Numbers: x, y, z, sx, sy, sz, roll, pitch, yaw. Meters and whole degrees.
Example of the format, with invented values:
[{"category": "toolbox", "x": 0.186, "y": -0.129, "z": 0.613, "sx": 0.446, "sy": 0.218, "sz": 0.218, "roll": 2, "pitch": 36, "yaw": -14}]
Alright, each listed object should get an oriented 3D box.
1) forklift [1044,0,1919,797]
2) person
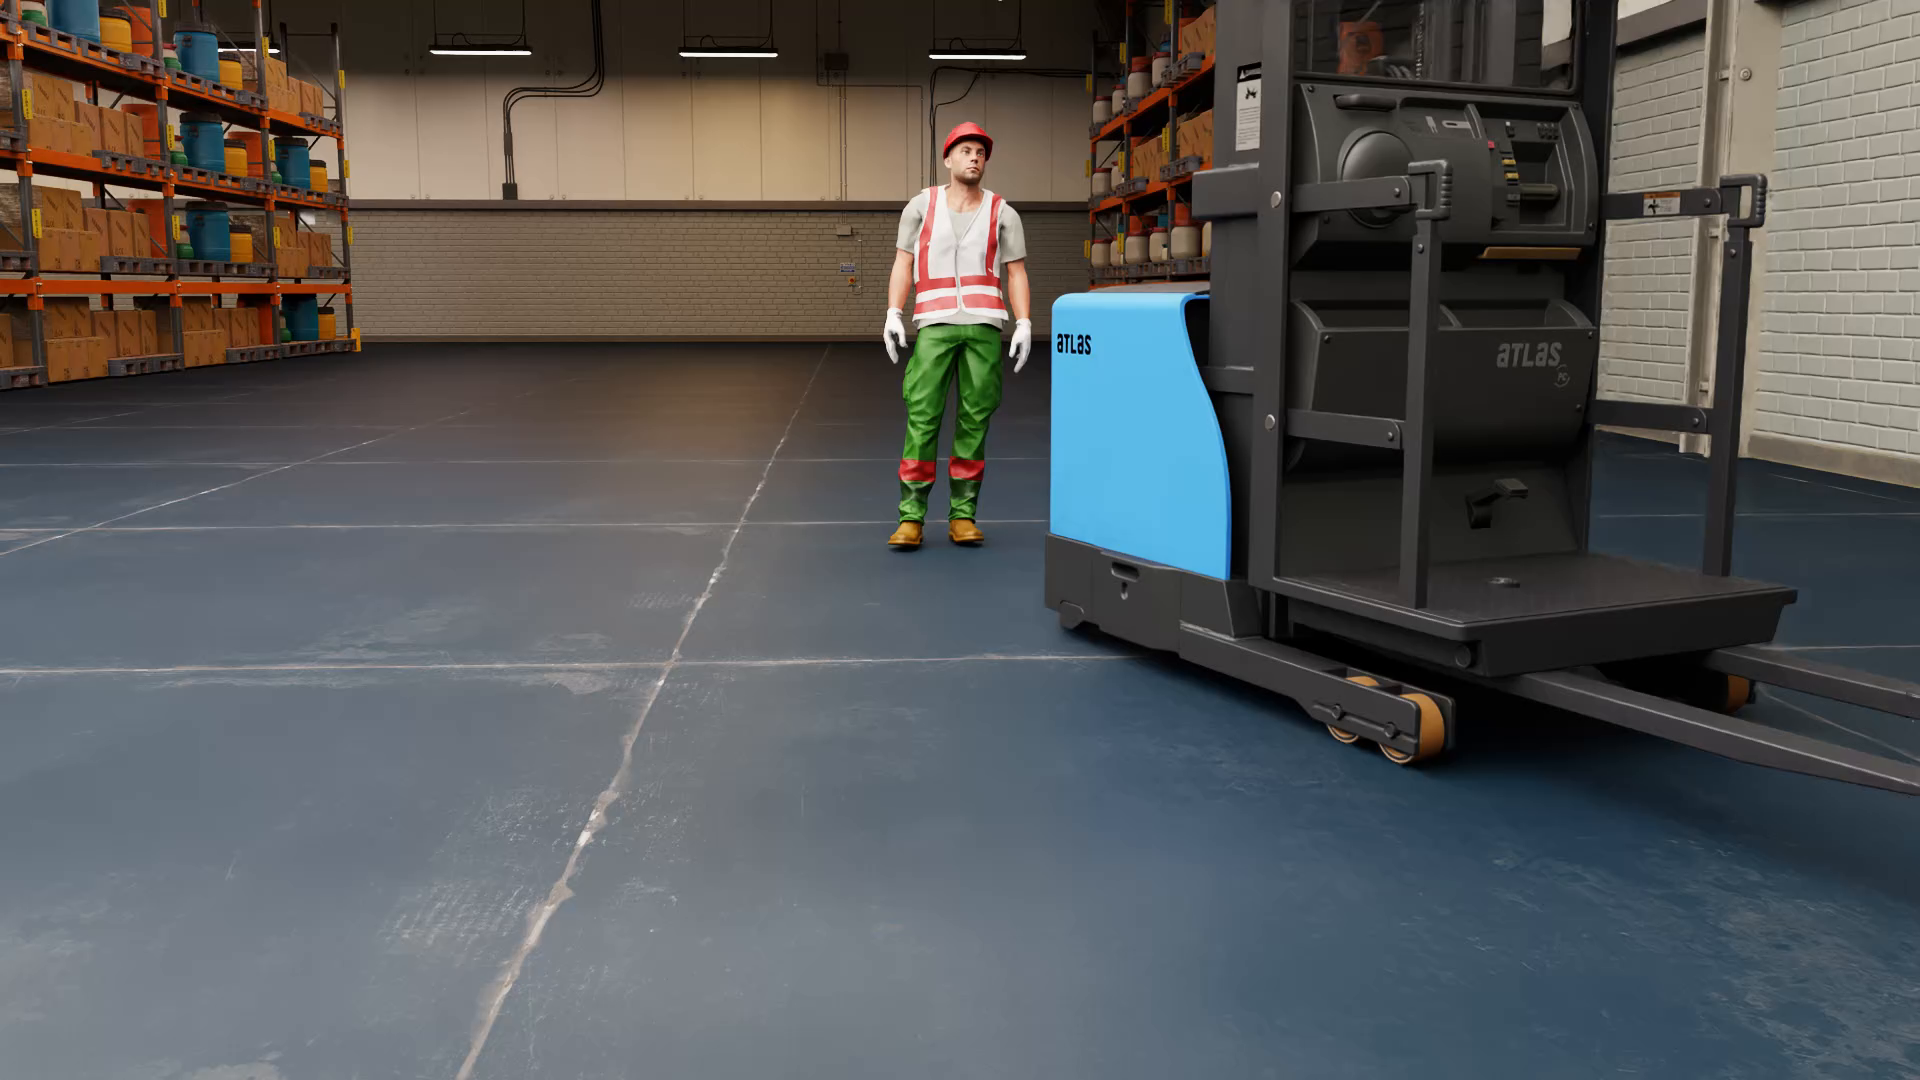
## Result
[{"category": "forklift", "x": 1.368, "y": -1.006, "z": 4.105, "sx": 1.130, "sy": 2.935, "sz": 3.031, "roll": -4, "pitch": 9, "yaw": -25}, {"category": "person", "x": -0.006, "y": -0.880, "z": 7.097, "sx": 0.638, "sy": 1.789, "sz": 0.562, "roll": -1, "pitch": 8, "yaw": -4}]
